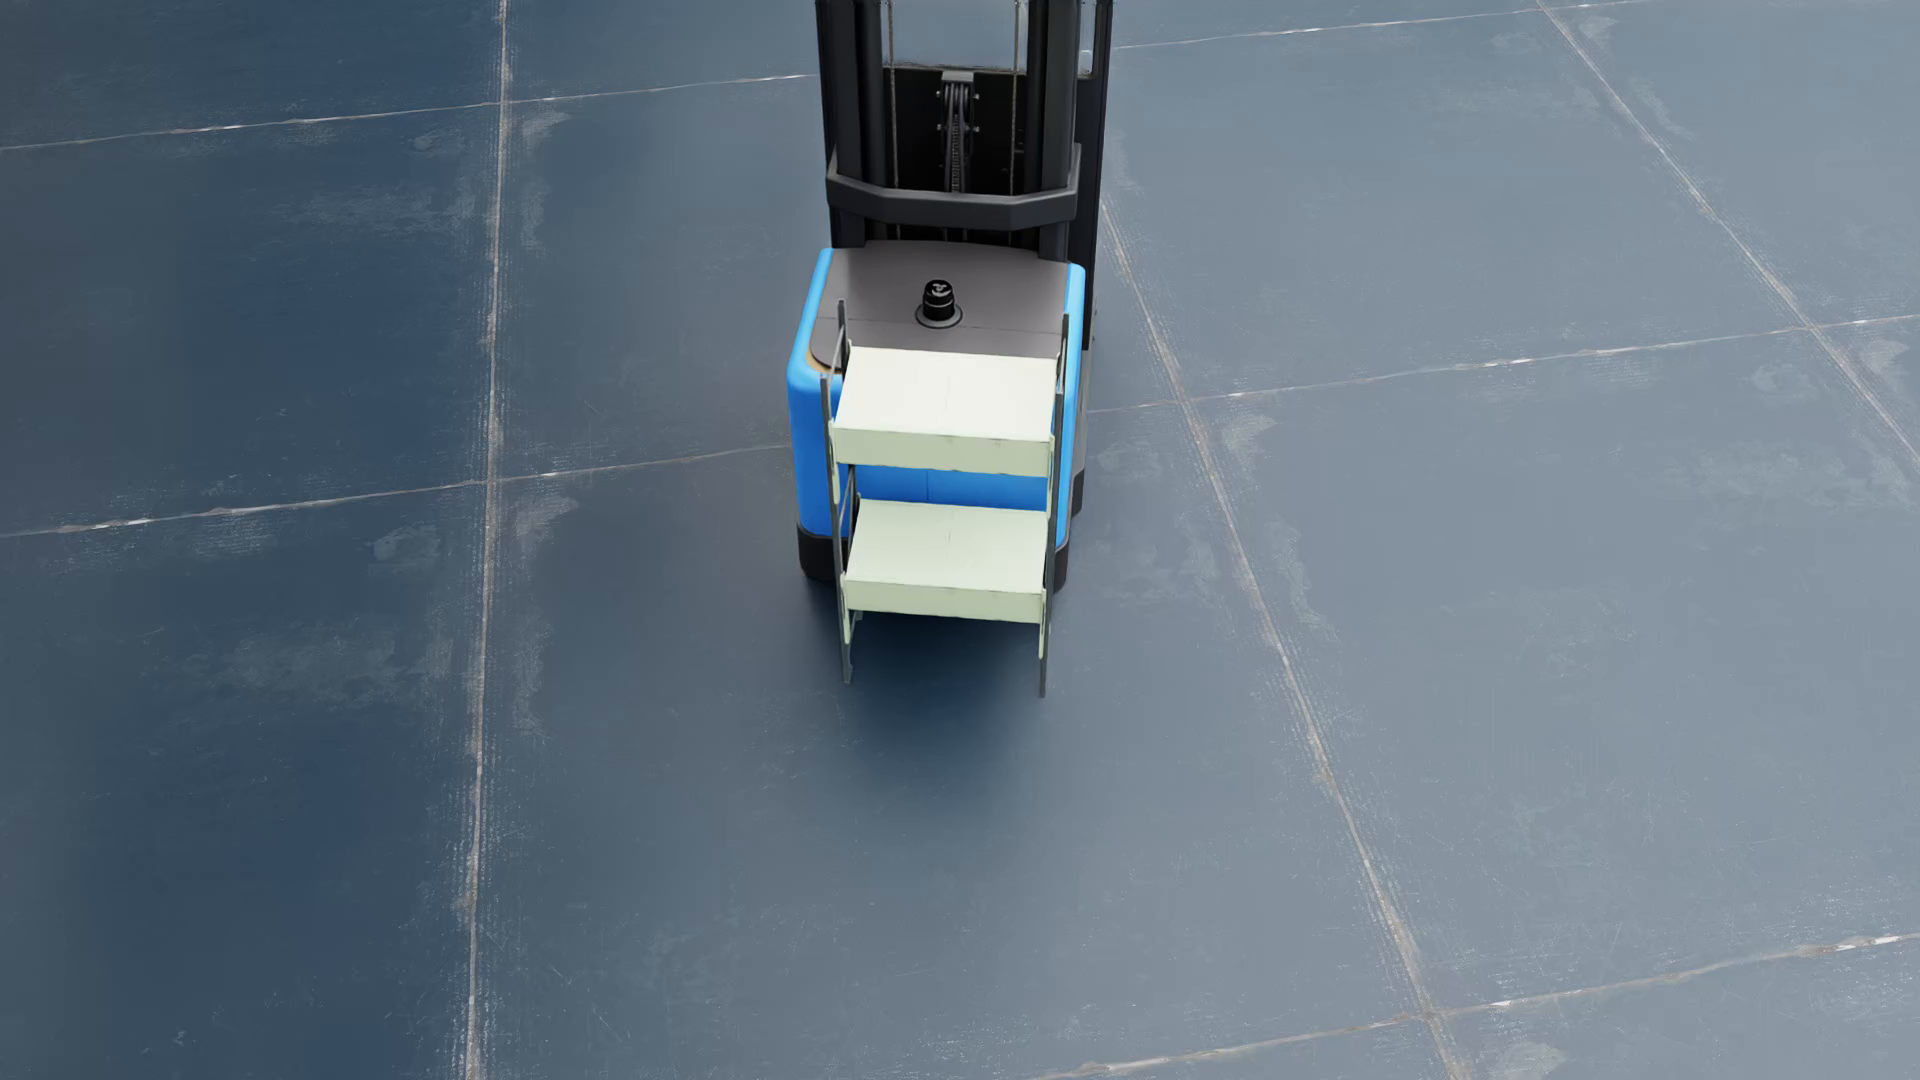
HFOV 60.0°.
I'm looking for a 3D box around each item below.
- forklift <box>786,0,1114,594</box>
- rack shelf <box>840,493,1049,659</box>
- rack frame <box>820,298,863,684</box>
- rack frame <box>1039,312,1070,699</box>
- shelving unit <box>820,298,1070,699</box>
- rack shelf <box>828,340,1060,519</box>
[{"bbox_3d":[0.043,-1.862,6.509,1.130,2.935,3.031,4,46,4],"label":"forklift"},{"bbox_3d":[-0.041,0.128,6.038,0.720,0.370,0.431,4,46,4],"label":"rack shelf"},{"bbox_3d":[-0.405,-0.124,5.828,0.023,1.500,0.400,4,46,4],"label":"rack frame"},{"bbox_3d":[0.324,-0.072,5.778,0.023,1.500,0.400,4,46,4],"label":"rack frame"},{"bbox_3d":[-0.041,-0.098,5.803,0.755,1.500,0.431,4,46,4],"label":"shelving unit"},{"bbox_3d":[-0.041,-0.369,5.522,0.720,0.370,0.431,4,46,4],"label":"rack shelf"}]
